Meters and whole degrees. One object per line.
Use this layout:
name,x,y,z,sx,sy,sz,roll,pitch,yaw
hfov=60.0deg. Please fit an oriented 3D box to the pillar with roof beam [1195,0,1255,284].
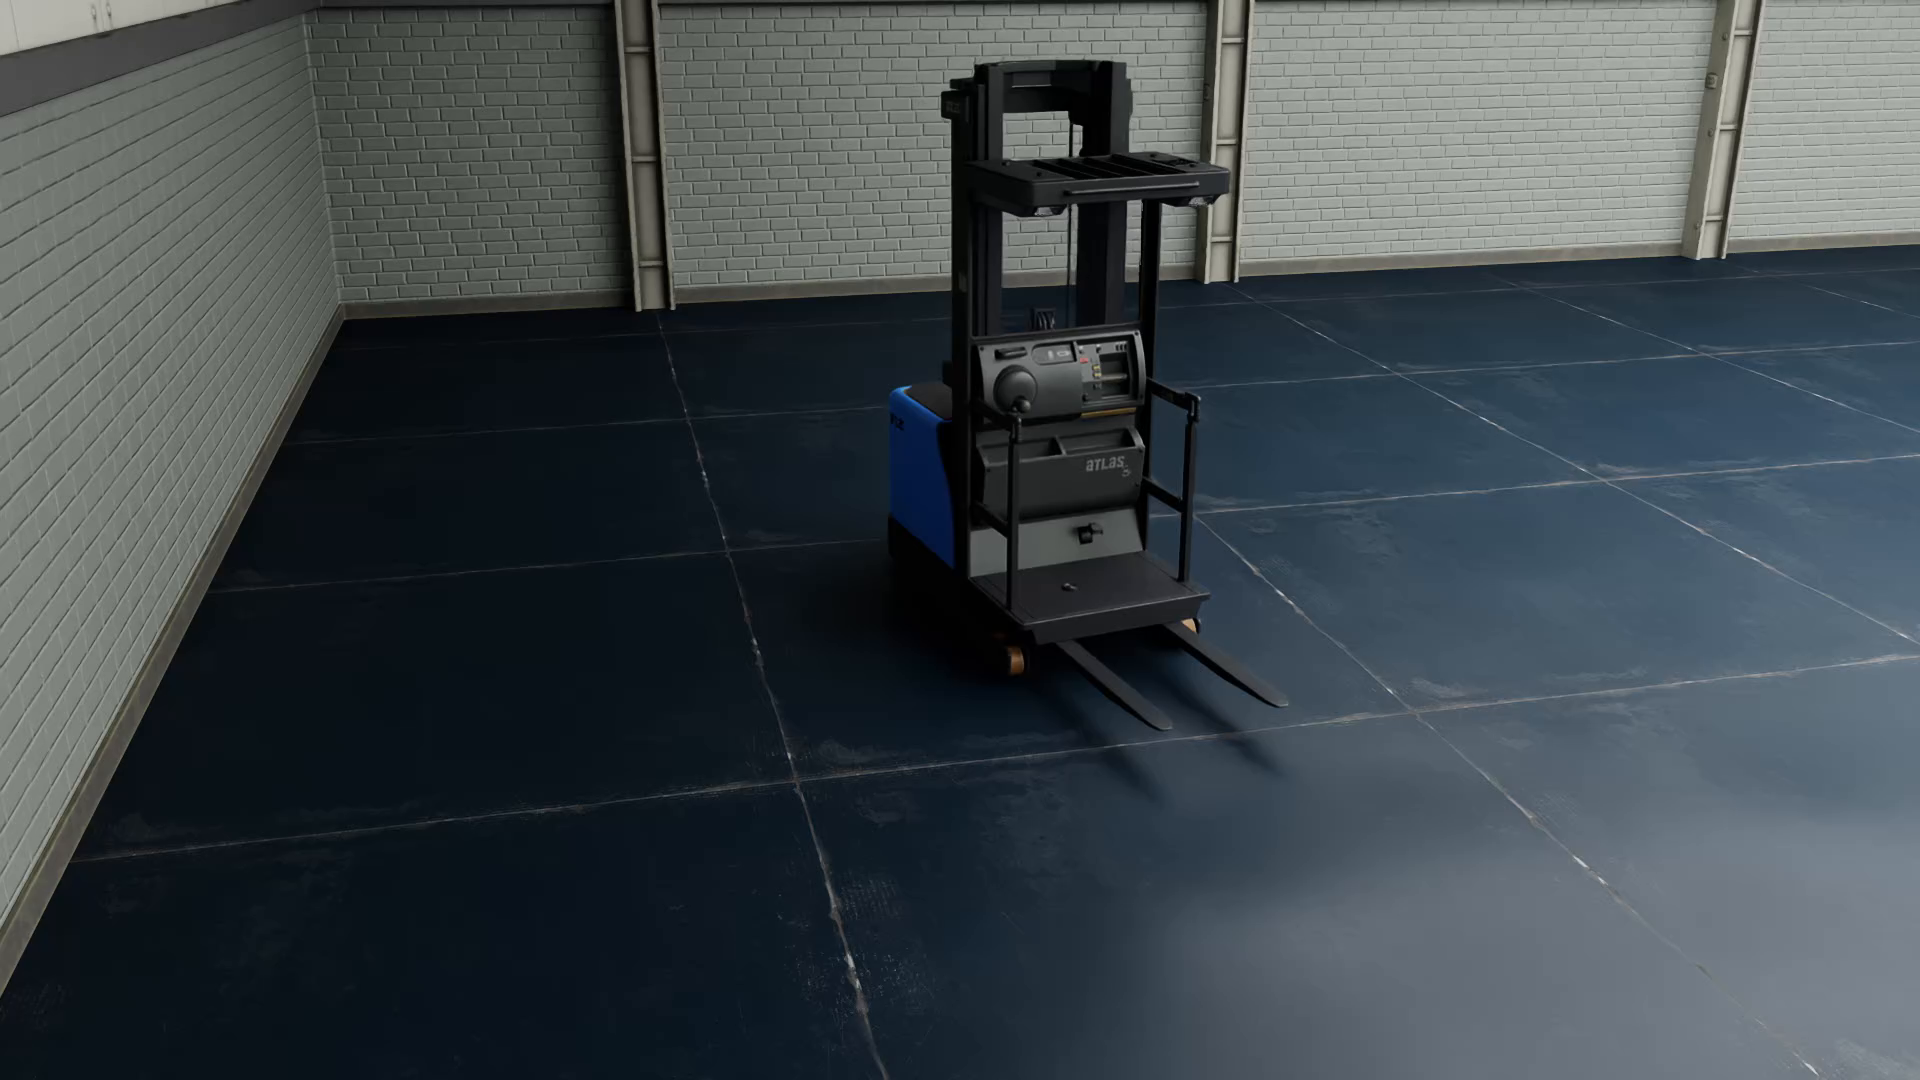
pillar with roof beam,3.763,-5.596,12.510,0.400,9.000,9.100,-5,21,-12

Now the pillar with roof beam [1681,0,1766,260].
pillar with roof beam,9.602,-6.071,13.806,0.400,9.000,9.100,-5,21,-12

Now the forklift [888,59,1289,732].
forklift,0.612,-0.847,8.366,1.130,2.935,3.031,-8,22,-21

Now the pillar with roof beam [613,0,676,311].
pillar with roof beam,-2.076,-5.122,11.213,0.400,9.000,9.100,-5,21,-12
